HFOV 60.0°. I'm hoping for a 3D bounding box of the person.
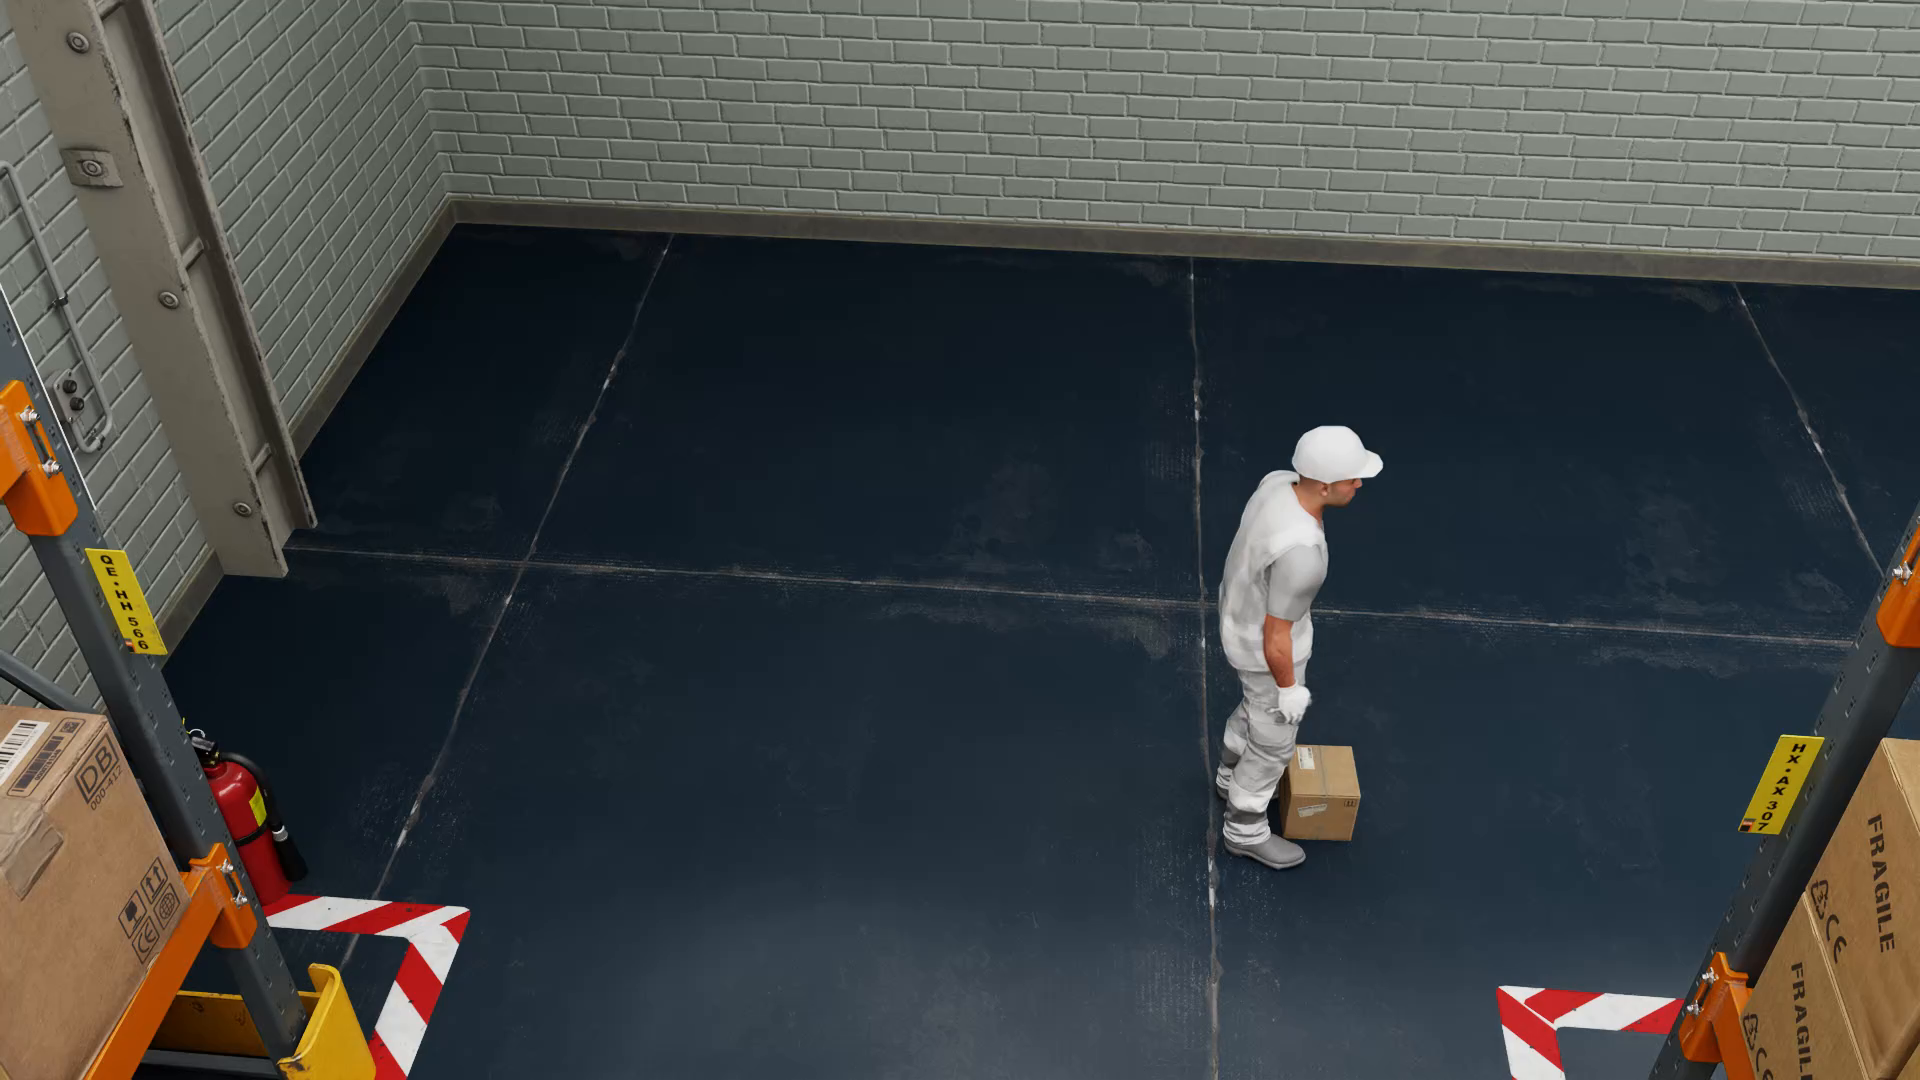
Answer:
[{"bbox_3d":[1.105,0.353,5.719,0.449,1.779,0.609,3,40,4],"label":"person"}]
